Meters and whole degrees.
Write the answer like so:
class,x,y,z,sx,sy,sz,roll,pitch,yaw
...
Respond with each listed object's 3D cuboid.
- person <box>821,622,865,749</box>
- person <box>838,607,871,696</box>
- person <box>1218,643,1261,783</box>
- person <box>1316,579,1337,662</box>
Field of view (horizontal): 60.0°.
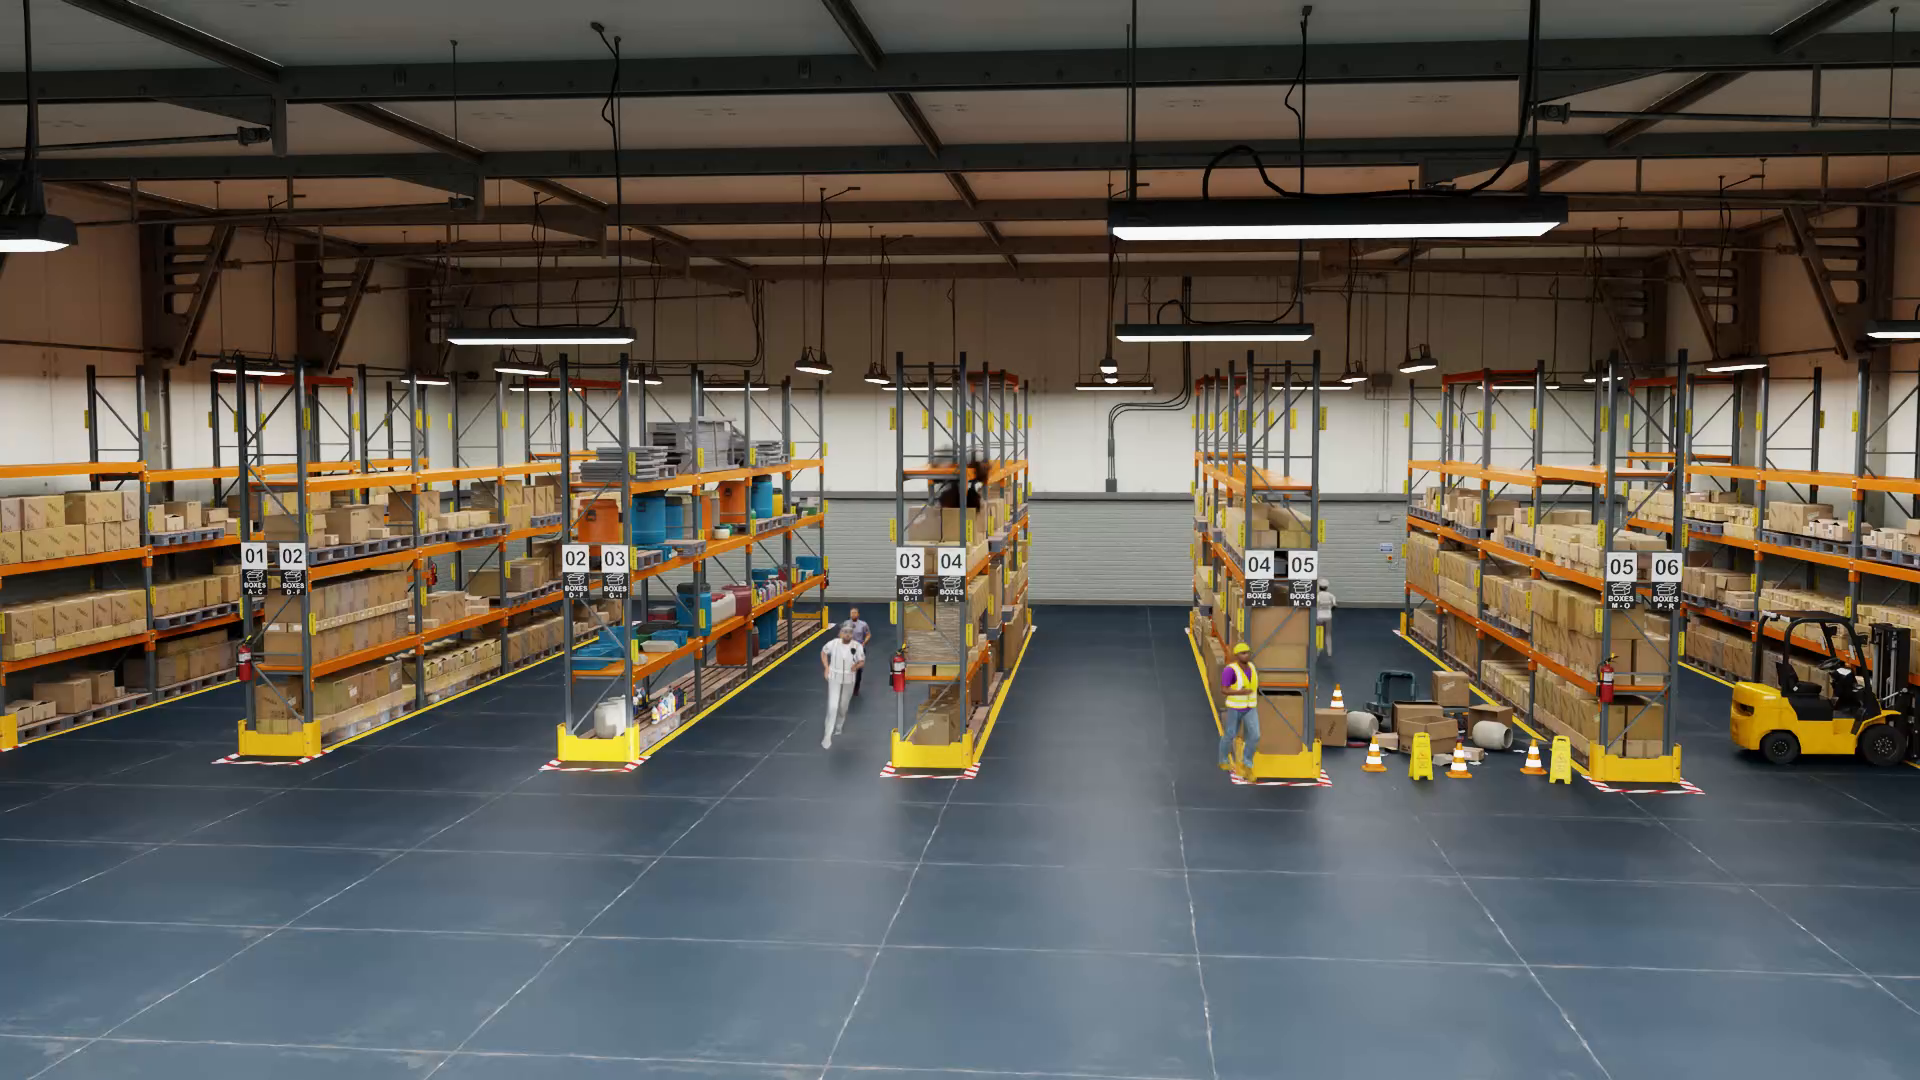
class,x,y,z,sx,sy,sz,roll,pitch,yaw
person,-1.753,2.150,24.895,0.664,1.867,0.792,-1,4,-9
person,-1.940,2.043,30.600,0.616,1.606,0.550,0,4,0
person,3.791,2.317,22.336,0.681,1.883,0.718,-2,5,-26
person,7.553,1.695,34.555,0.603,1.741,0.805,0,4,-2
